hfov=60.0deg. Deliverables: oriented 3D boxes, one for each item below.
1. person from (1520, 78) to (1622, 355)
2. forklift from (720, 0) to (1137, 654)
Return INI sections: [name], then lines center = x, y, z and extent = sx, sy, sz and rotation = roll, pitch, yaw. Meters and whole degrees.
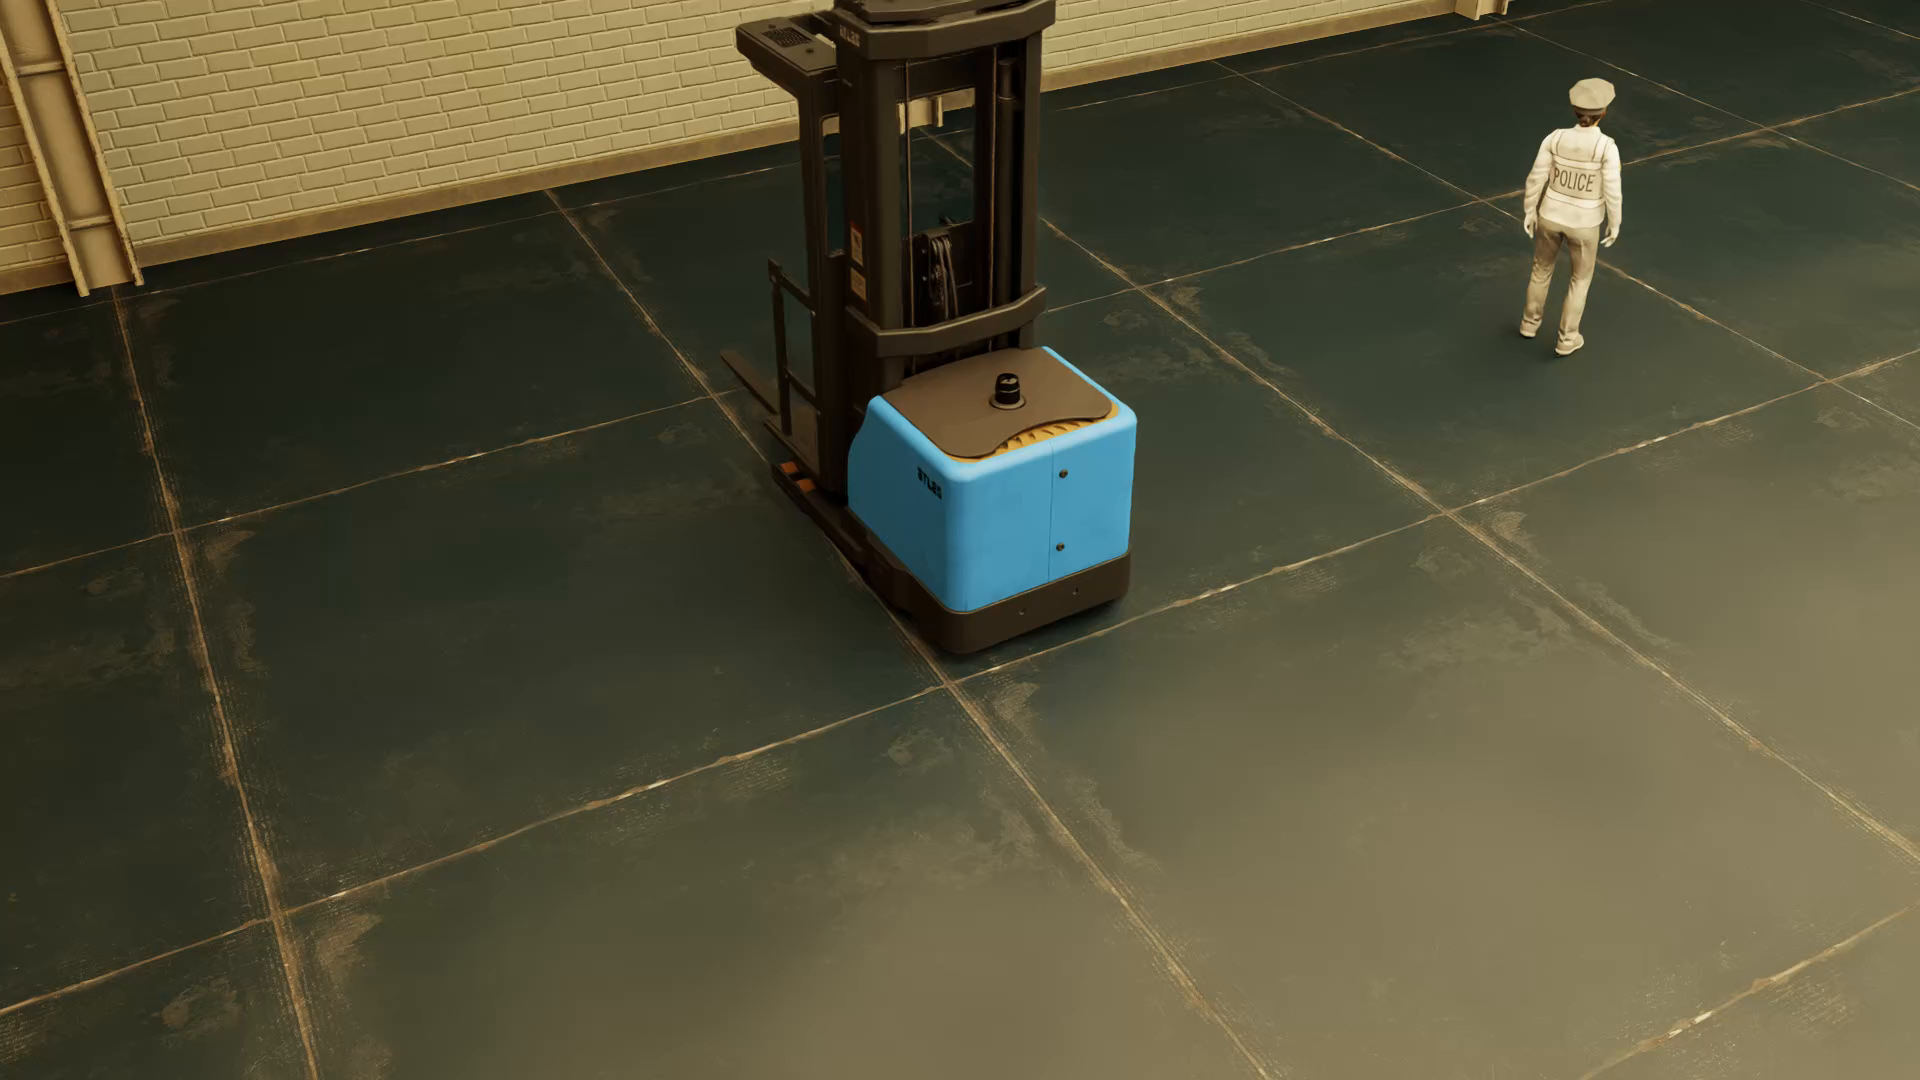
[person]
center = 3.667, -1.921, 9.947
extent = 0.567, 1.713, 0.452
rotation = 23, 41, 29
[forklift]
center = -0.359, -1.485, 8.224
extent = 1.130, 2.935, 3.031
rotation = -19, 40, -25
